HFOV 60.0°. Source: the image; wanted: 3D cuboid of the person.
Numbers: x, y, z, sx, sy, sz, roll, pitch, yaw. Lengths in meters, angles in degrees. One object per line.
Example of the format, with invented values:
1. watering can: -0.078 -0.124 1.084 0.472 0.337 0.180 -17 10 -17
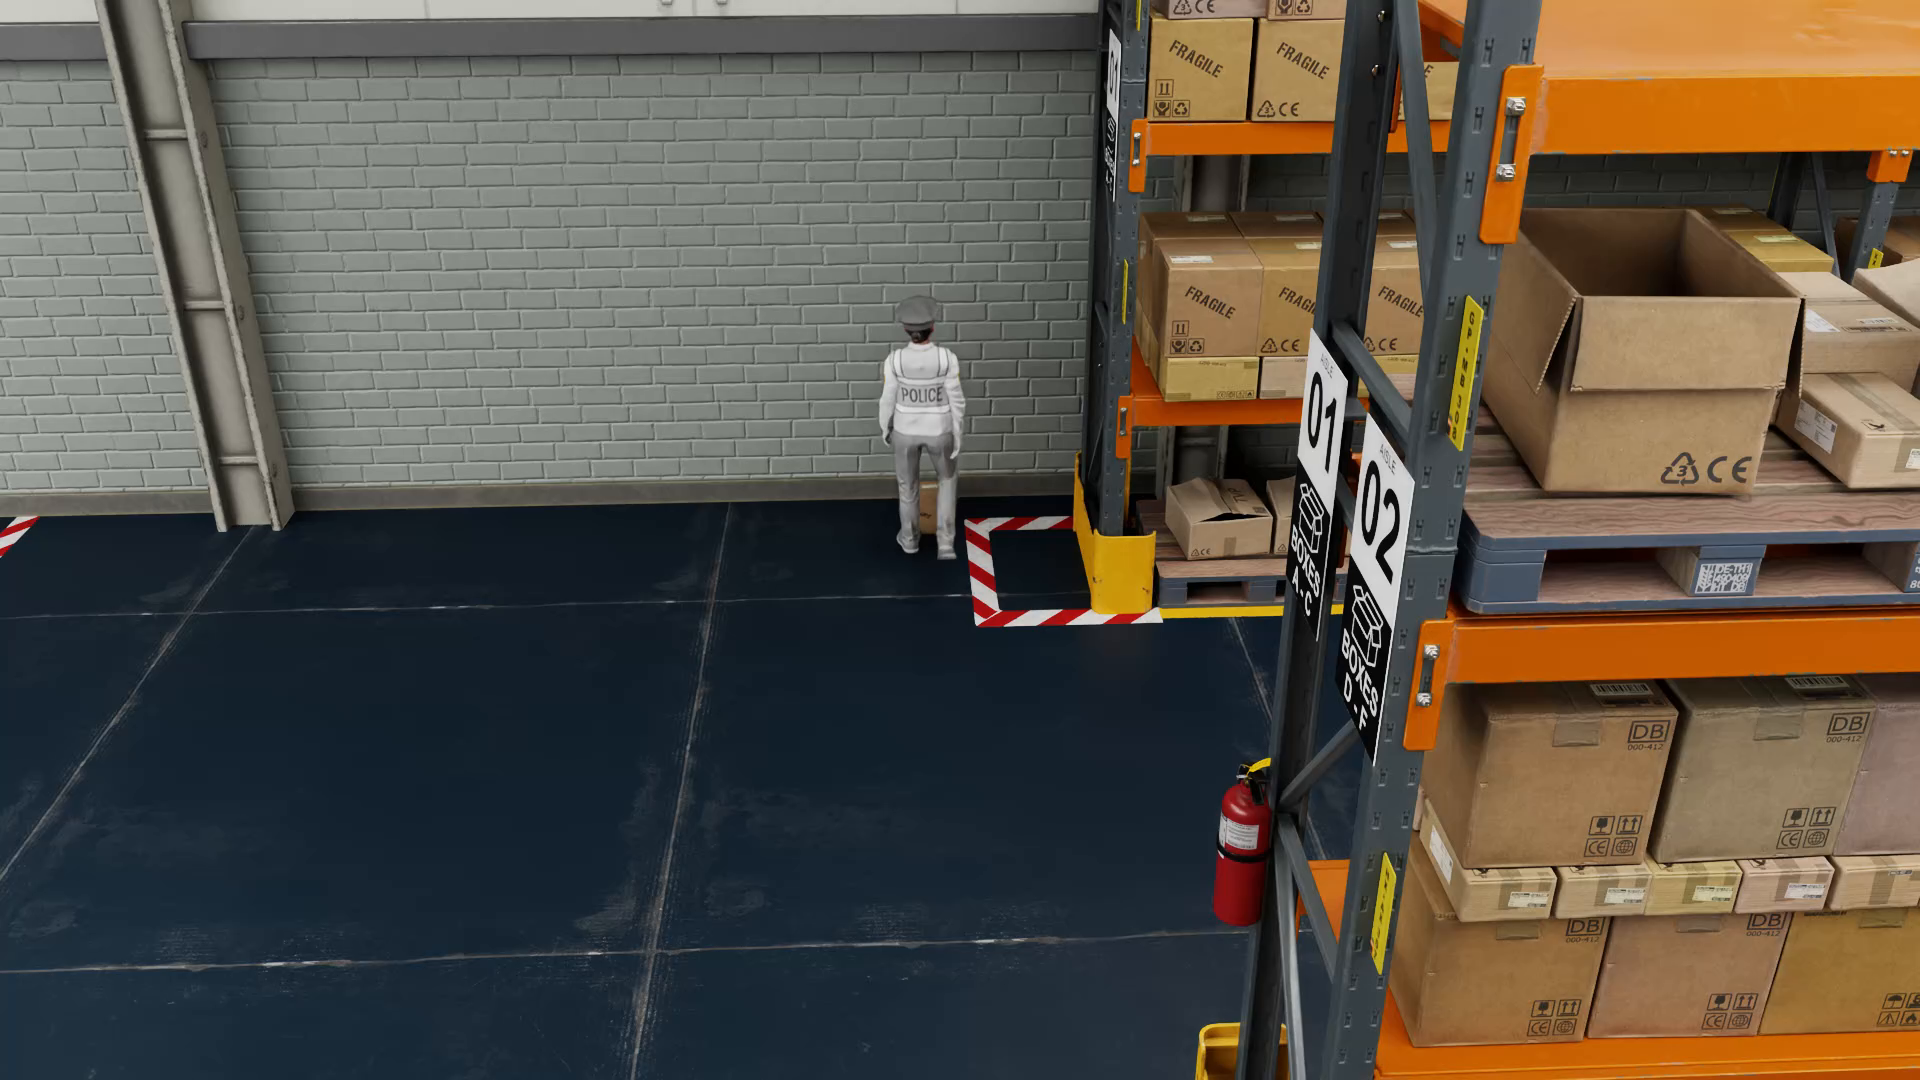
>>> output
1. person: -0.221 -0.646 9.797 0.501 1.673 0.577 -1 28 -2
